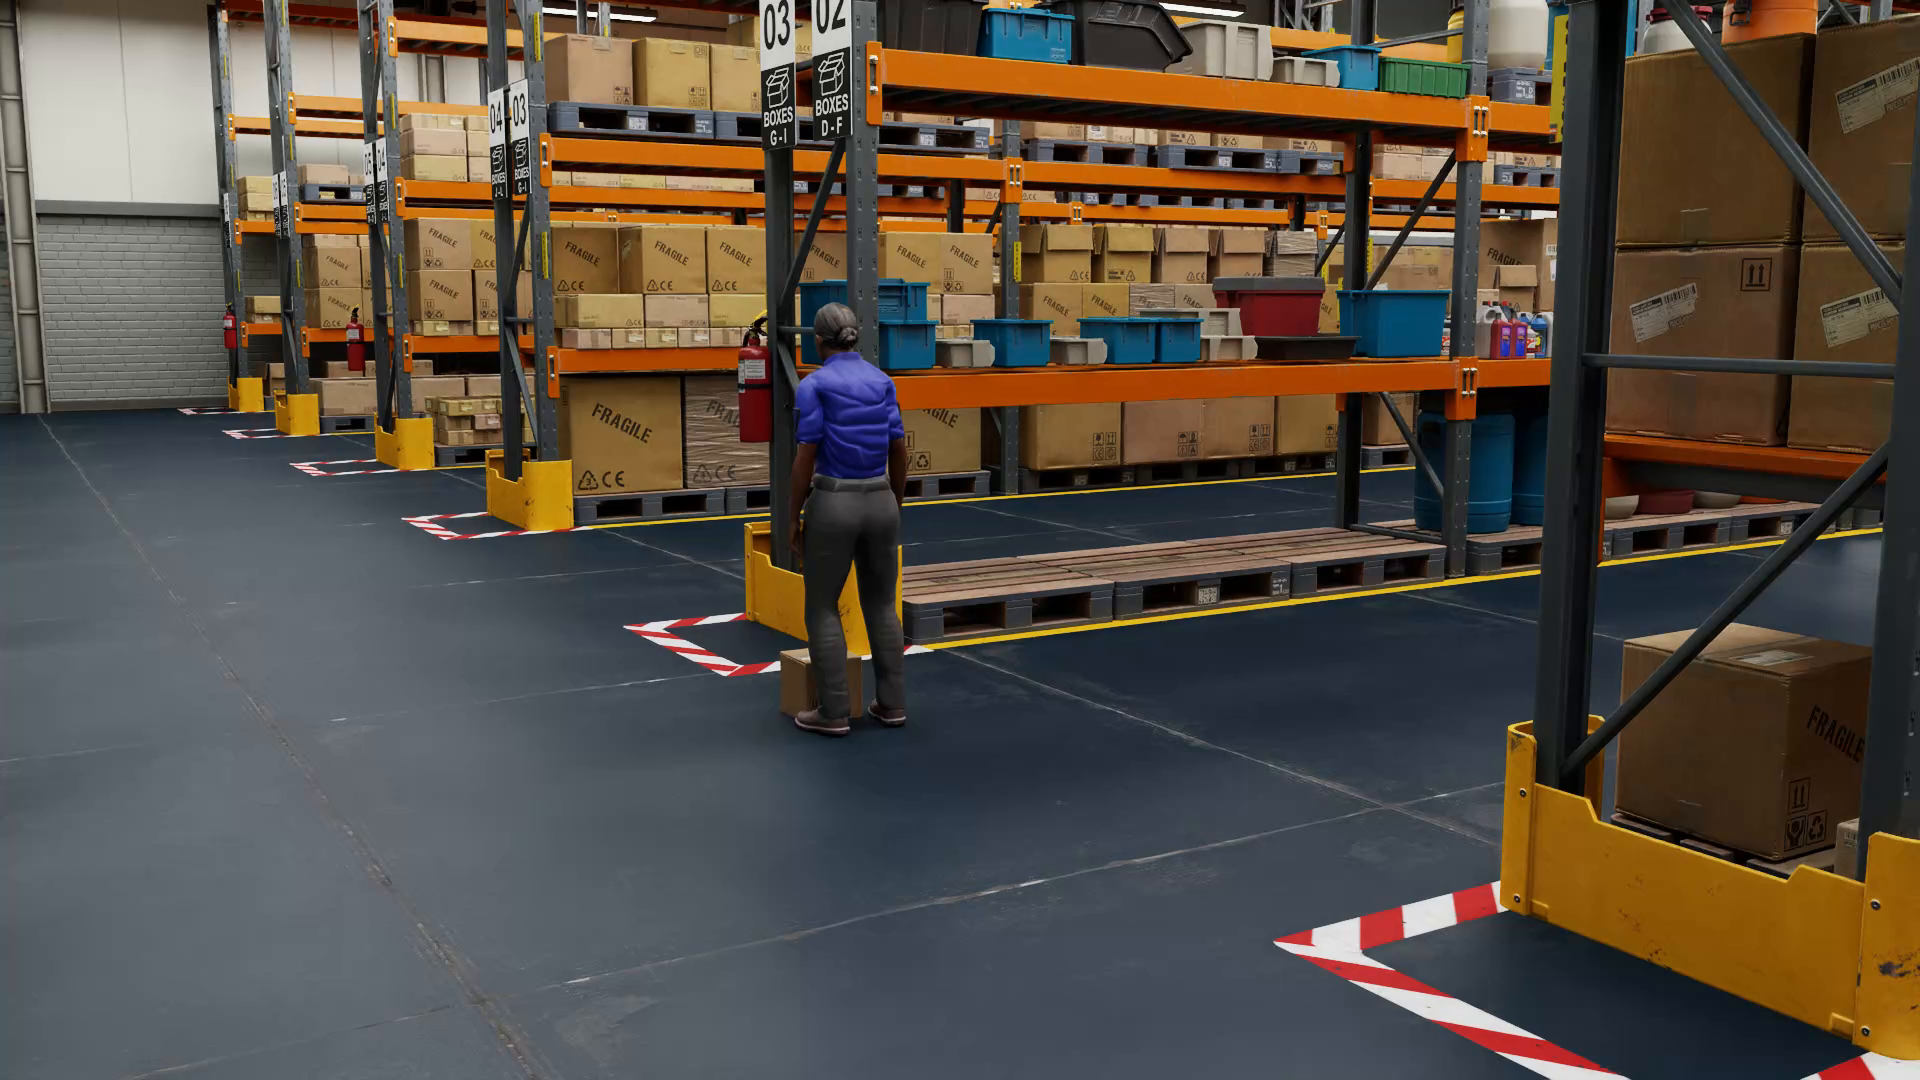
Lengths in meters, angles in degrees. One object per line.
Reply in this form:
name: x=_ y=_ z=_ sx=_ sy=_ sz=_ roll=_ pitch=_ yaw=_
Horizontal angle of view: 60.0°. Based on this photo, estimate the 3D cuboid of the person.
person: x=-0.428 y=-0.085 z=6.430 sx=0.505 sy=1.655 sz=0.346 roll=-5 pitch=10 yaw=-30
